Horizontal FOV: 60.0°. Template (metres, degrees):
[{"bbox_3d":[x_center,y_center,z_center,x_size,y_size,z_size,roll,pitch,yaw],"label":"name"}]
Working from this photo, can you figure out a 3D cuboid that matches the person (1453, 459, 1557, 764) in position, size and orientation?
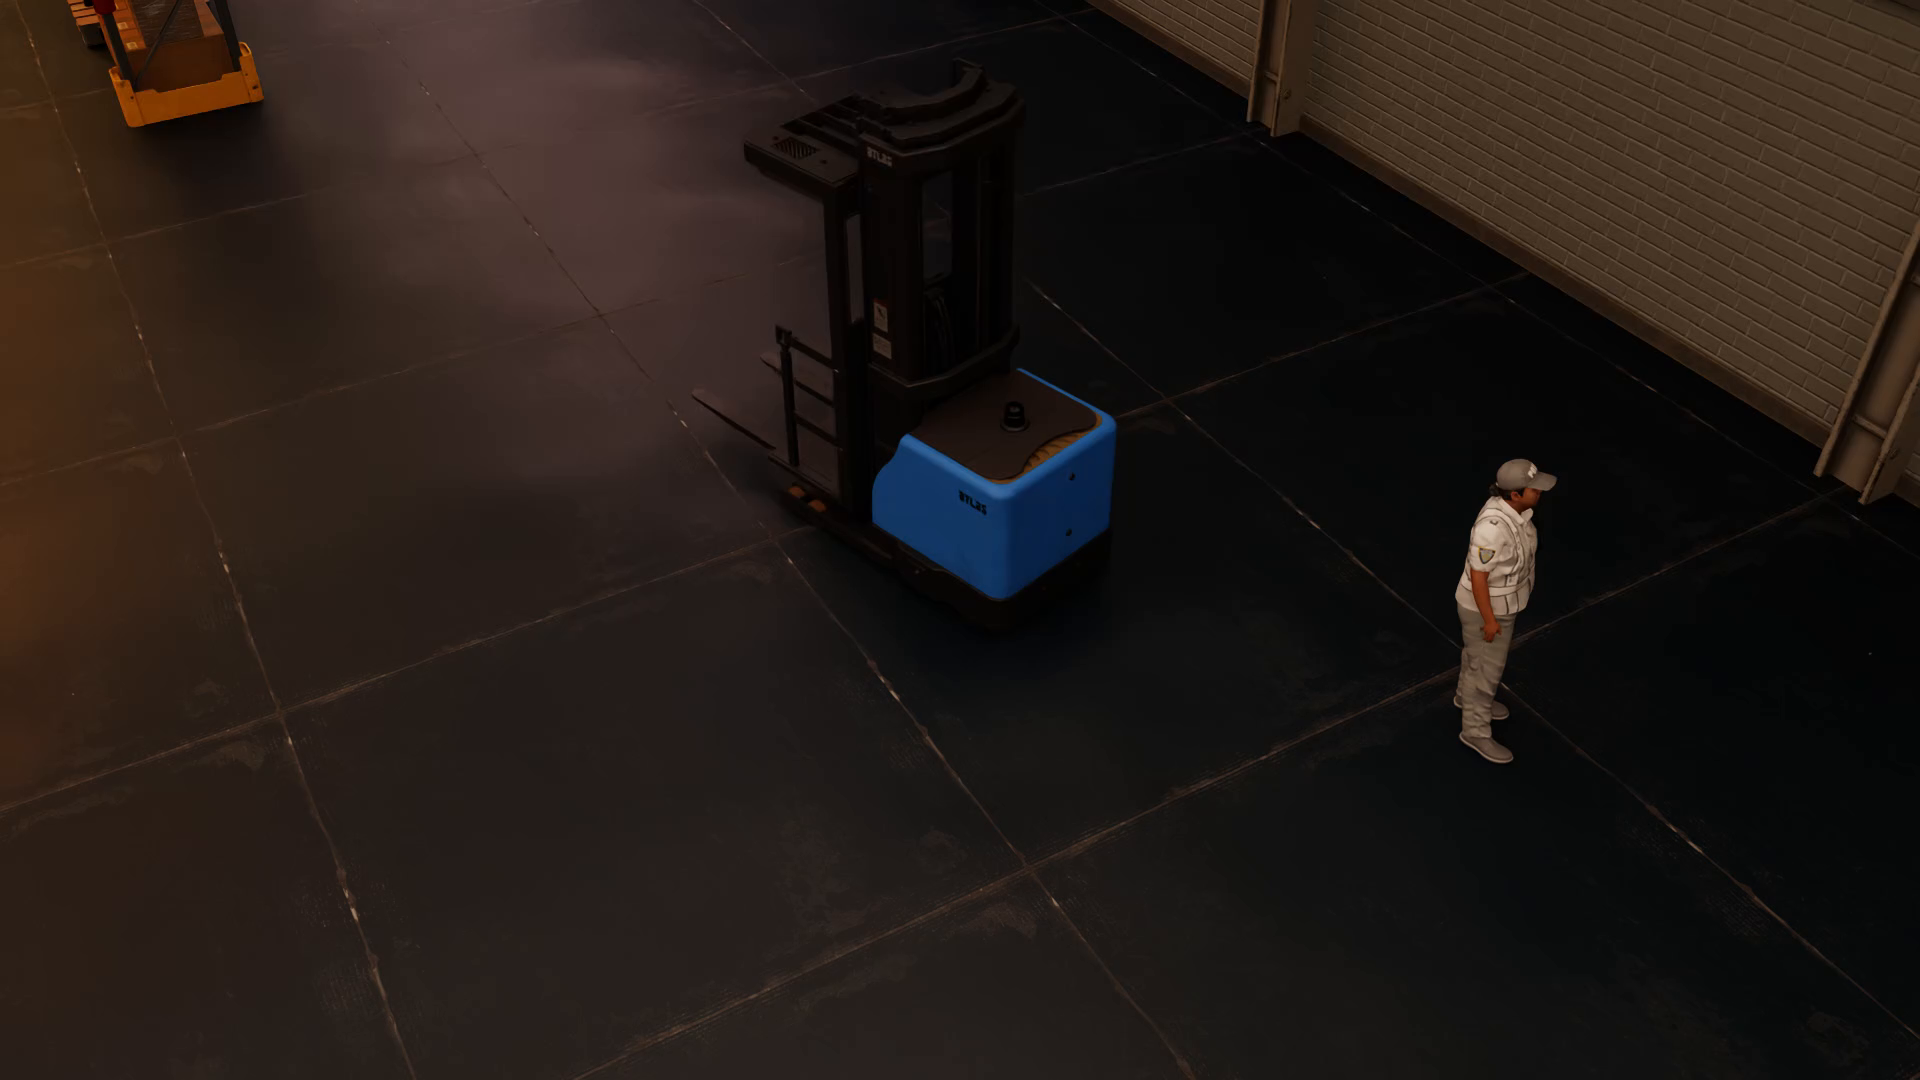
[{"bbox_3d":[2.839,0.329,8.619,0.530,1.669,0.597,20,44,22],"label":"person"}]

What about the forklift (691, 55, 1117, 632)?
[{"bbox_3d":[-0.495,-1.429,9.759,3.031,2.935,1.130,32,49,32],"label":"forklift"}]
